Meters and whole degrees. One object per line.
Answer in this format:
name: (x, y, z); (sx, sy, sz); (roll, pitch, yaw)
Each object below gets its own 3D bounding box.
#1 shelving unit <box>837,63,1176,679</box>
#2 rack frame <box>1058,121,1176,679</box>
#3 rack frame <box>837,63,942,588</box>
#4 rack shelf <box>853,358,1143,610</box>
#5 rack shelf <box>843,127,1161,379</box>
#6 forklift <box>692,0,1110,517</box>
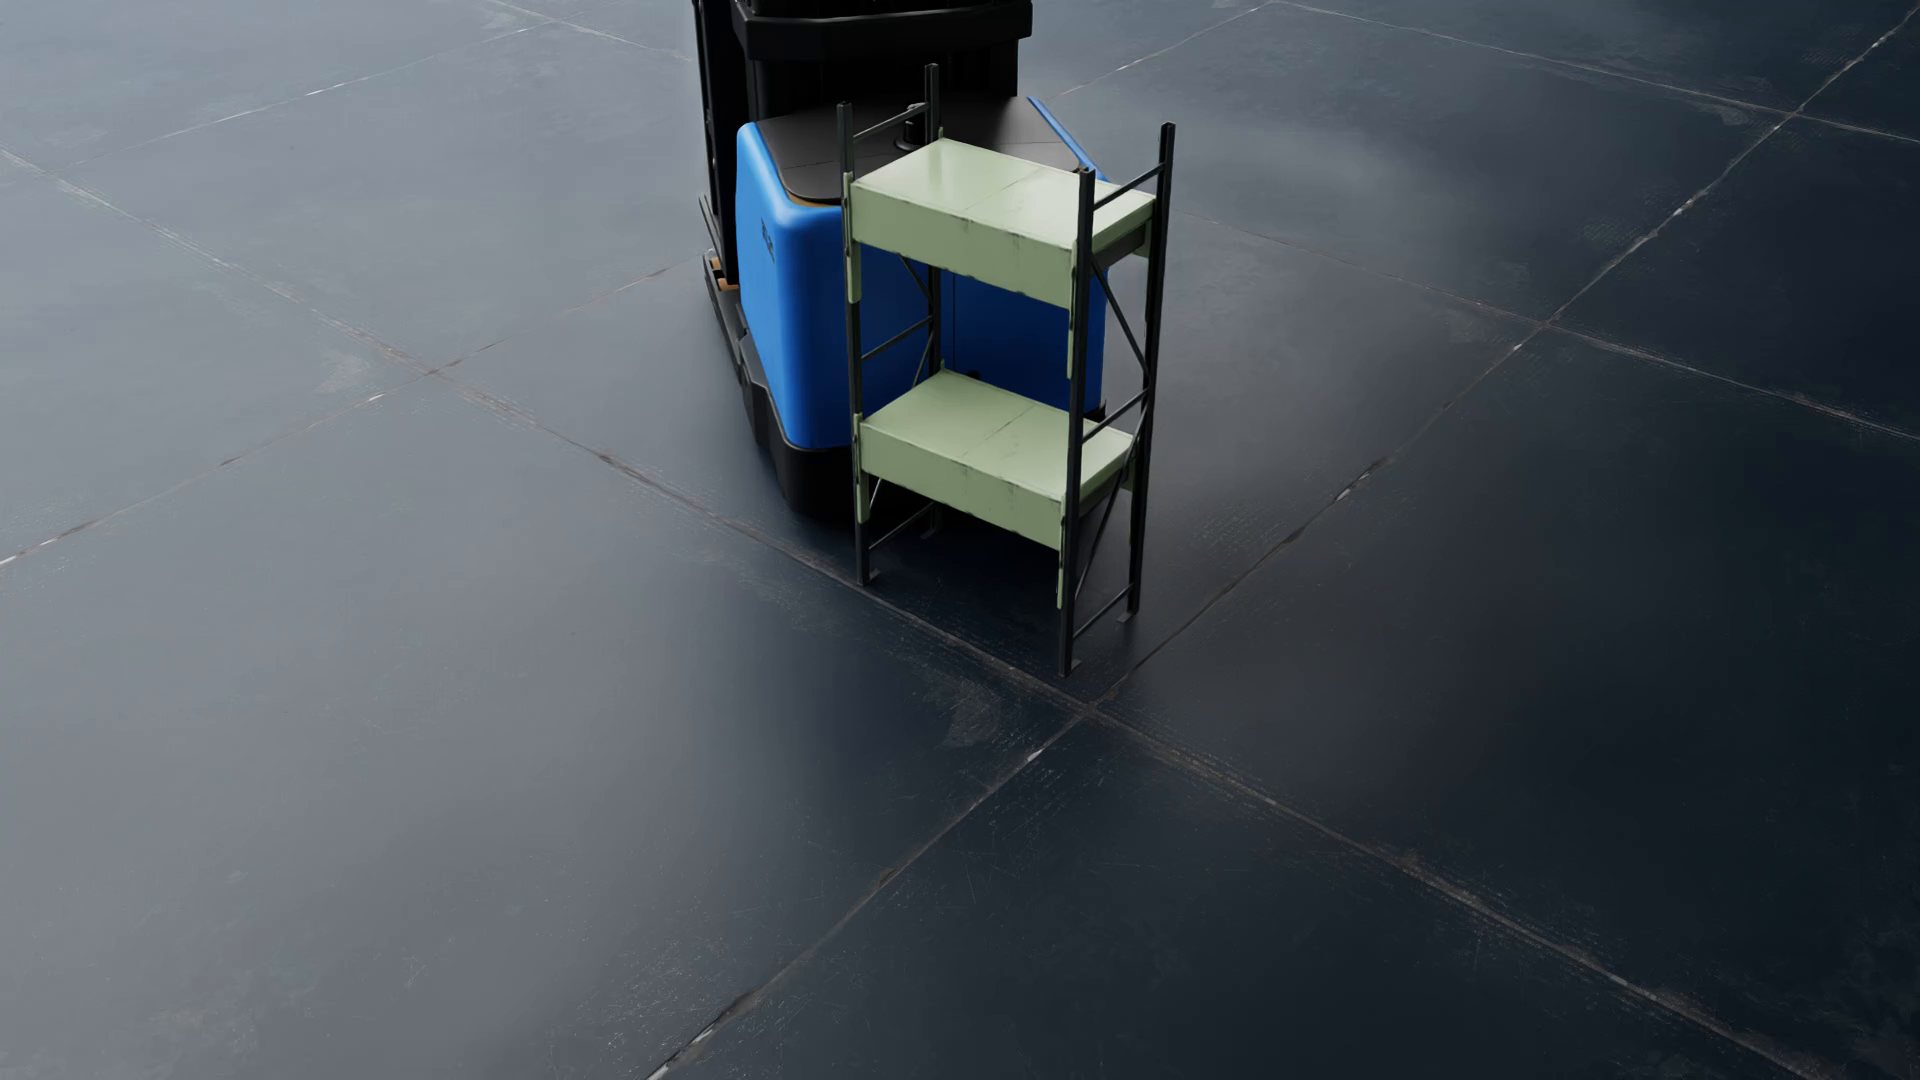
shelving unit: (0.110, -0.445, 4.573); (0.755, 1.500, 0.431); (23, 41, 29)
rack frame: (0.404, -0.322, 4.393); (0.023, 1.500, 0.400); (23, 41, 29)
rack frame: (-0.184, -0.568, 4.753); (0.023, 1.500, 0.400); (23, 41, 29)
rack shelf: (0.110, -0.176, 4.757); (0.720, 0.370, 0.431); (23, 41, 29)
rack shelf: (0.110, -0.767, 4.352); (0.720, 0.370, 0.431); (23, 41, 29)
forklift: (-0.398, -2.113, 5.738); (1.130, 2.935, 3.031); (-8, 35, -12)
